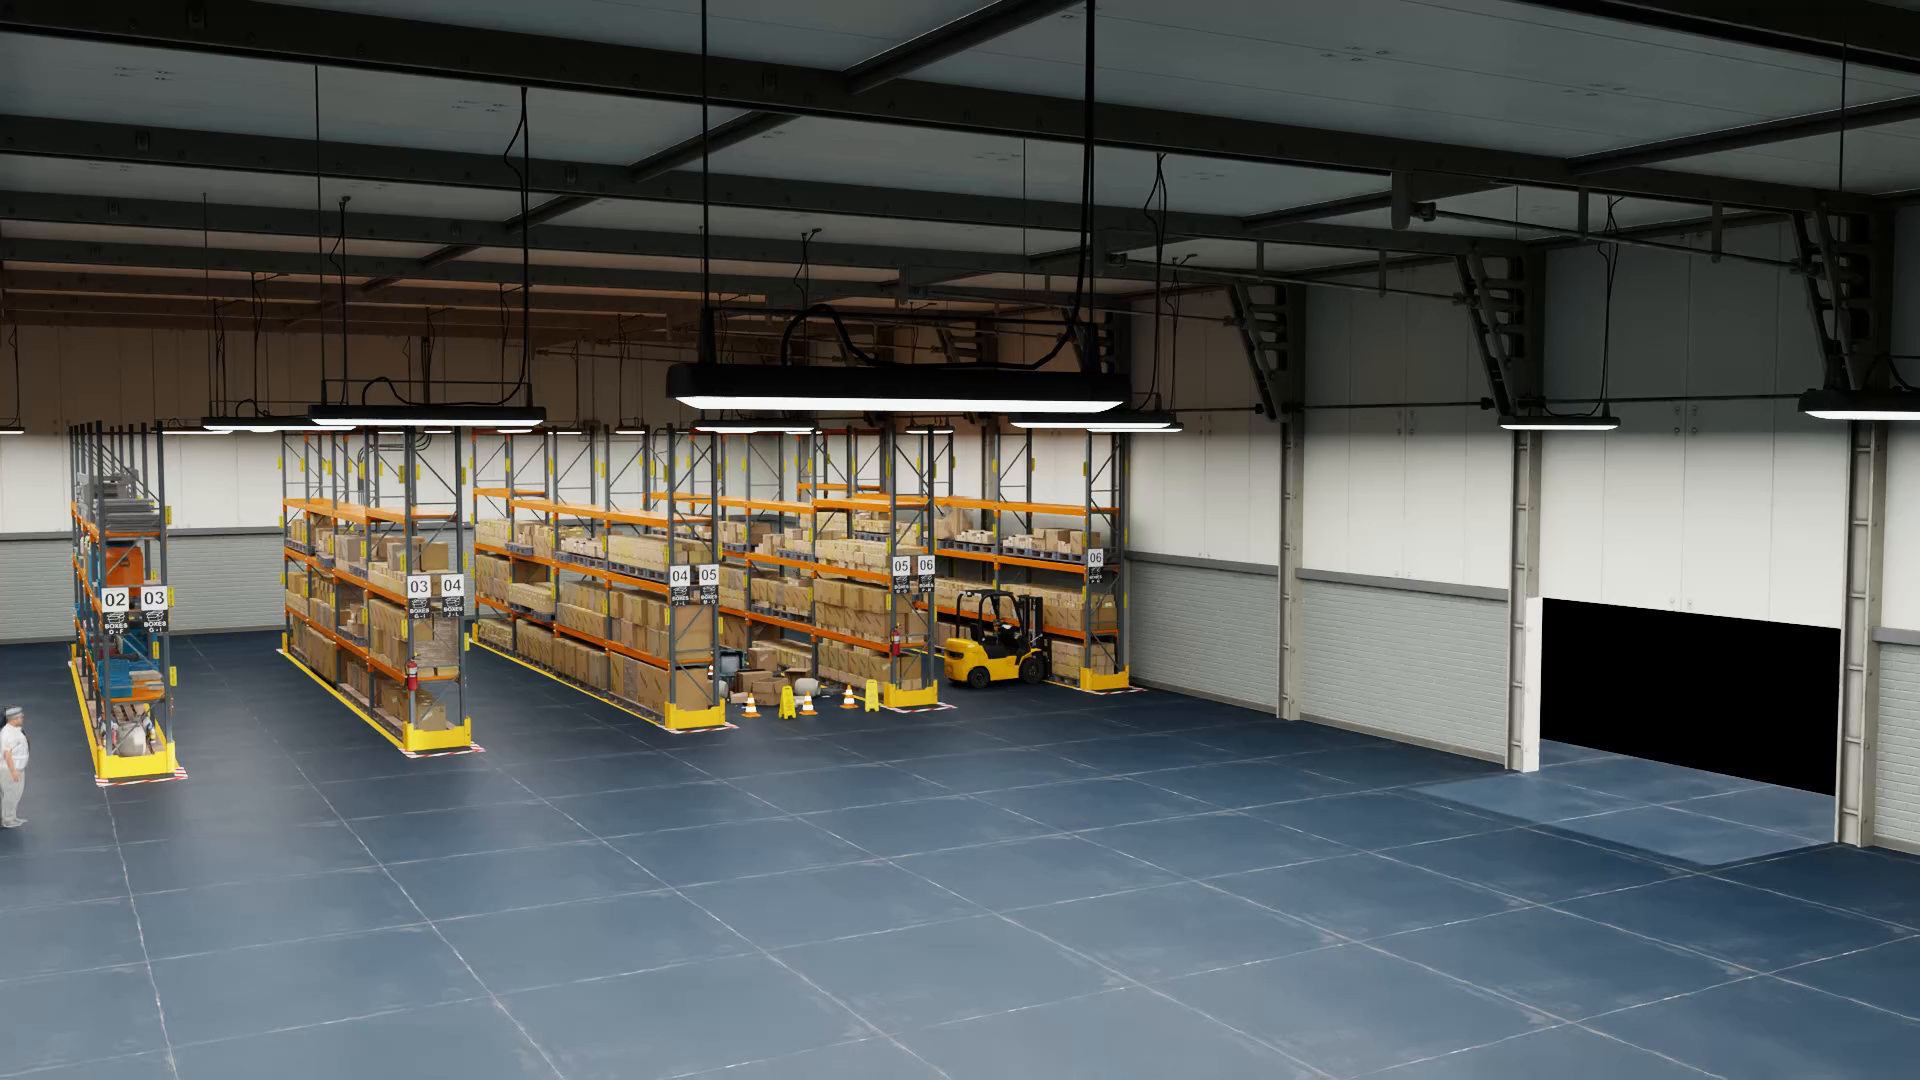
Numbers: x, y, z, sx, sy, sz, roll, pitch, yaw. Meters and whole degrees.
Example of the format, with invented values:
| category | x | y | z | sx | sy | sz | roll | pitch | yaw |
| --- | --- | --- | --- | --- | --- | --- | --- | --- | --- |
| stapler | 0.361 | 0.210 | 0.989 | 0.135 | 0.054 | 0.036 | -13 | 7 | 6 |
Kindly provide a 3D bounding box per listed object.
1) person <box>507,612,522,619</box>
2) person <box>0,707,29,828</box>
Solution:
| category | x | y | z | sx | sy | sz | roll | pitch | yaw |
| --- | --- | --- | --- | --- | --- | --- | --- | --- | --- |
| person | -13.118 | 1.843 | 48.797 | 0.658 | 1.756 | 0.621 | -2 | 4 | -27 |
| person | -13.935 | 3.340 | 24.438 | 0.422 | 1.760 | 0.593 | 0 | 4 | -8 |
